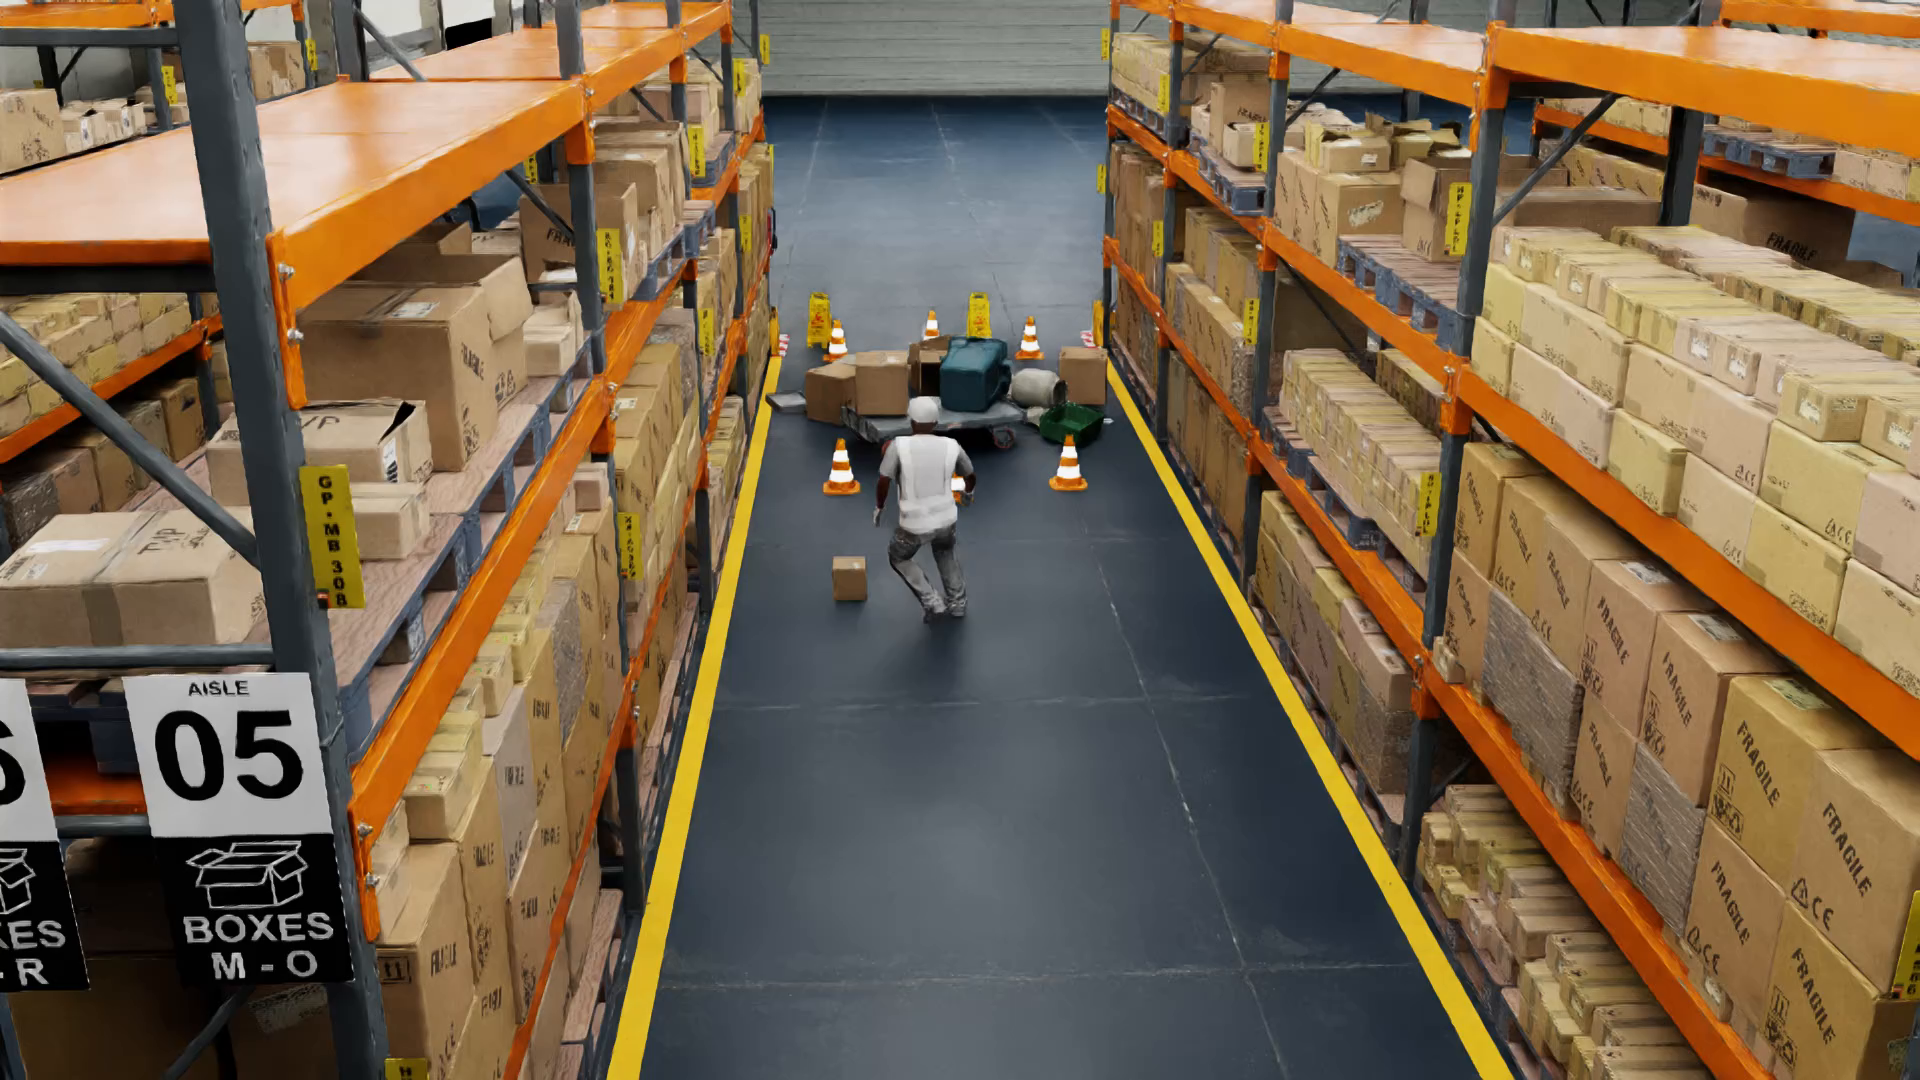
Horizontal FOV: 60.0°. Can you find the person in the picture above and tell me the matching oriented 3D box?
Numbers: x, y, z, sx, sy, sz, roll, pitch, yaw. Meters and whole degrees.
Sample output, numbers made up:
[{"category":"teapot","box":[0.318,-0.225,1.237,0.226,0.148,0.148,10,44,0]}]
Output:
[{"category":"person","box":[-0.210,-0.200,11.749,0.848,1.678,0.501,-11,23,-27]}]
